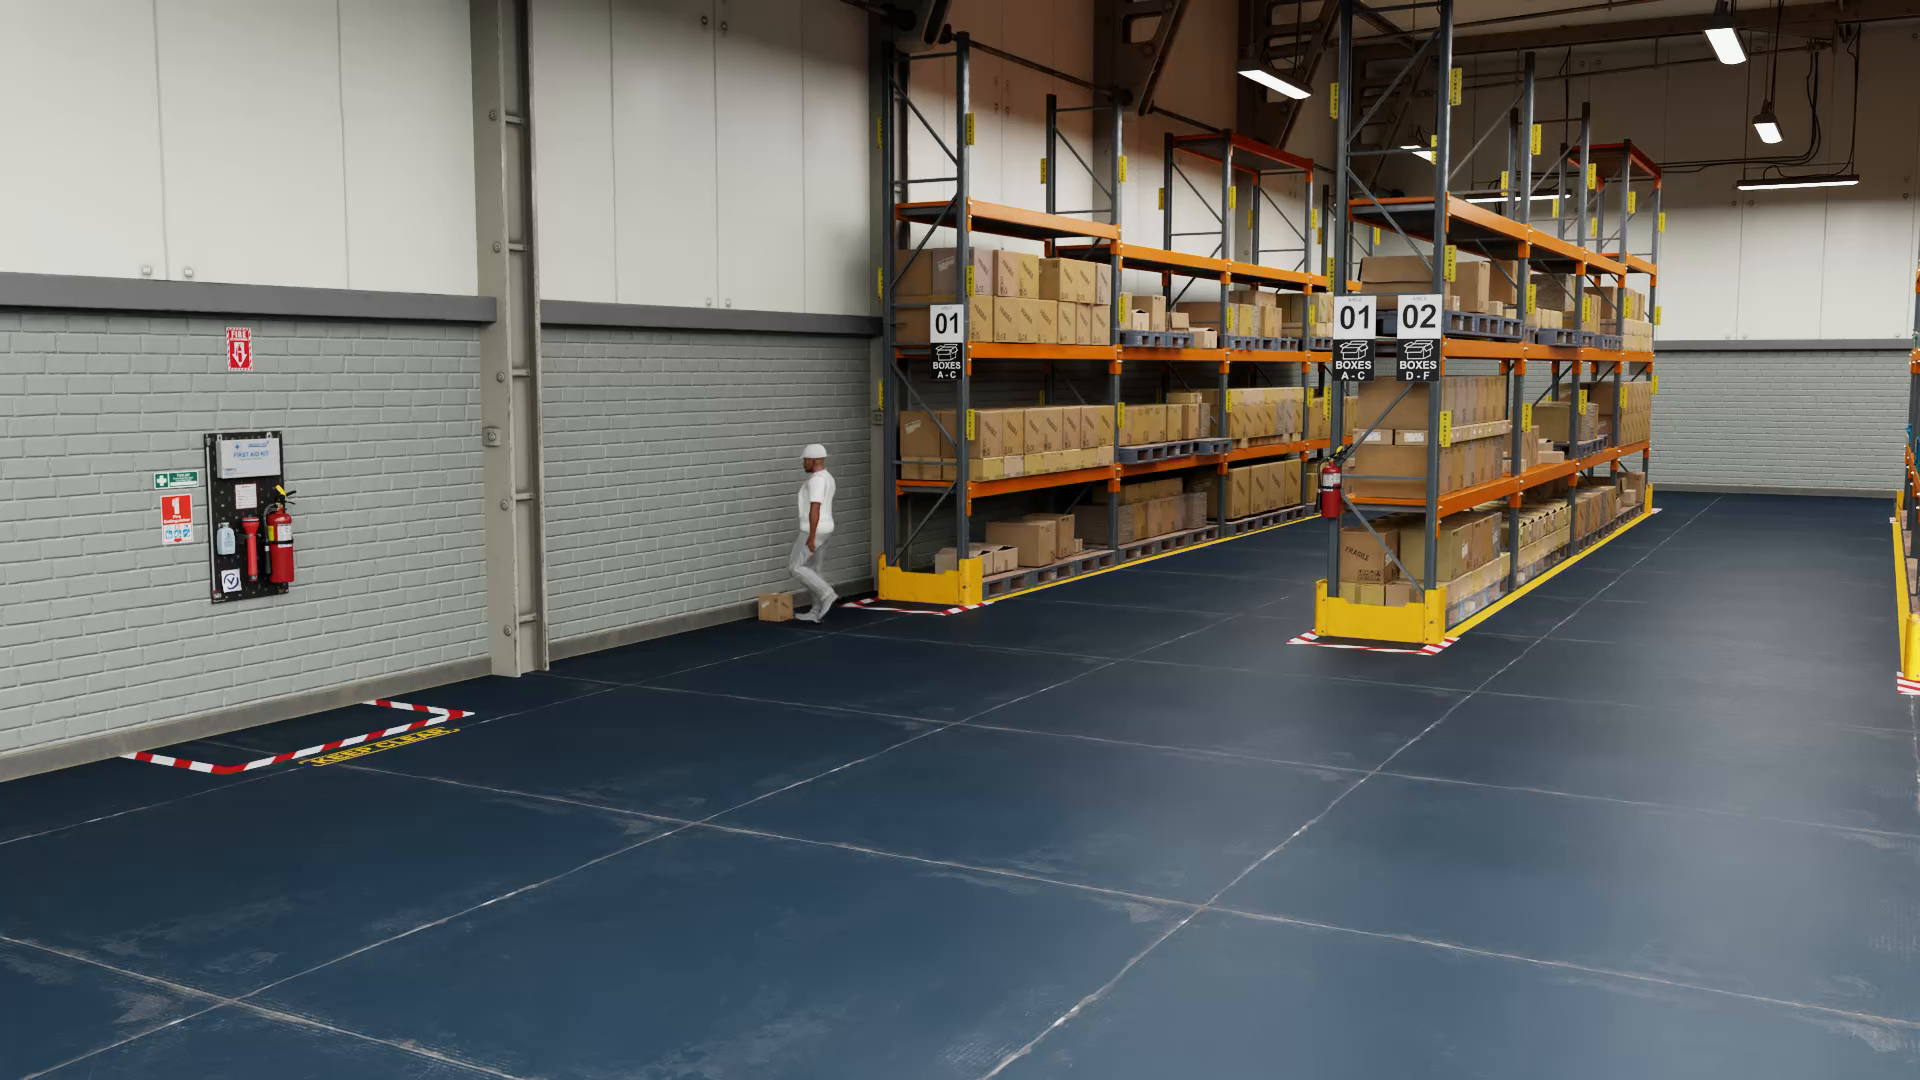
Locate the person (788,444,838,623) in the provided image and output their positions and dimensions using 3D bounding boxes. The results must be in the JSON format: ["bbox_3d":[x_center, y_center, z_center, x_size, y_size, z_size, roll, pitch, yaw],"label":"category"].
[{"bbox_3d":[-1.411,-0.064,16.458,0.503,1.771,0.628,1,6,10],"label":"person"}]
